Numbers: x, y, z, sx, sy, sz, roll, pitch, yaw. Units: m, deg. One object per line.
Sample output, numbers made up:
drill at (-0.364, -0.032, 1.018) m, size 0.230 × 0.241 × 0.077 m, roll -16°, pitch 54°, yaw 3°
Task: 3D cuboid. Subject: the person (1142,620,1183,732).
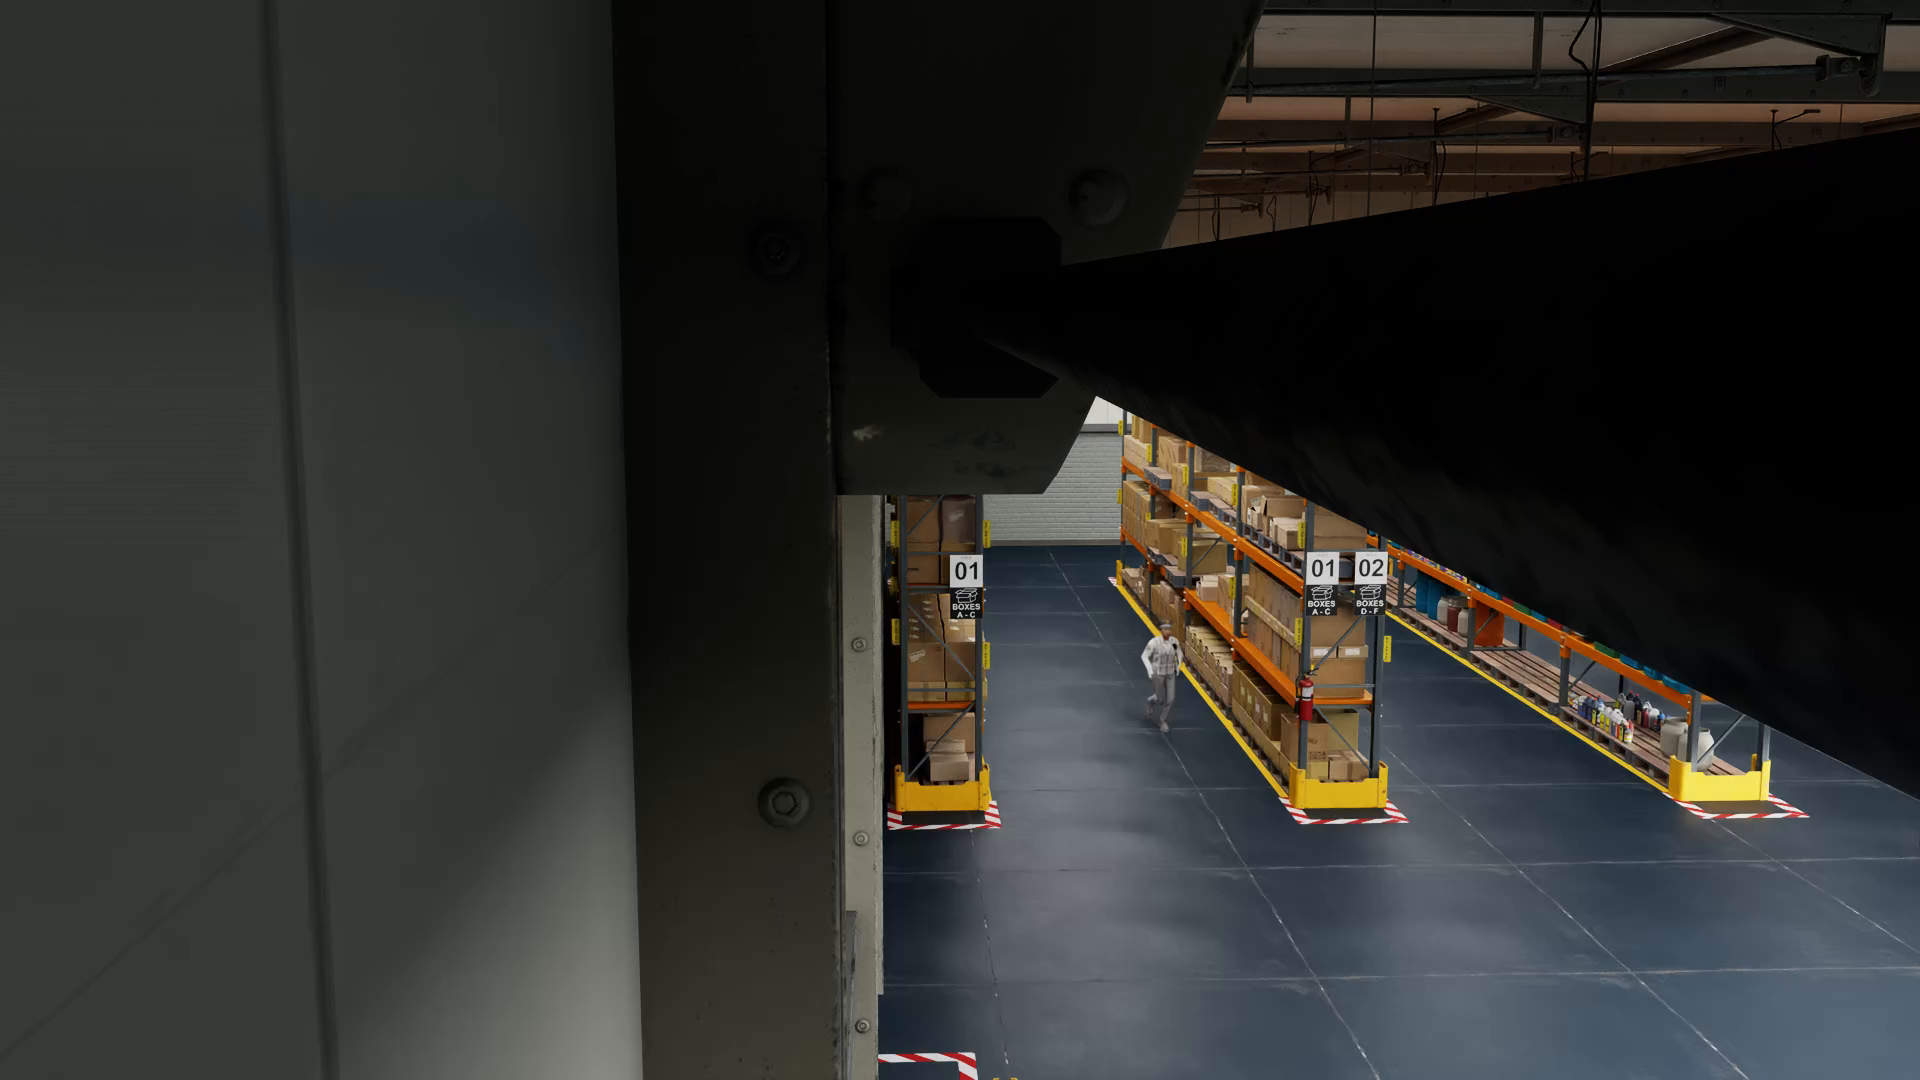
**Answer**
person at (2.973, 1.951, 24.406) m, size 0.628 × 1.647 × 0.584 m, roll -2°, pitch 9°, yaw -15°
